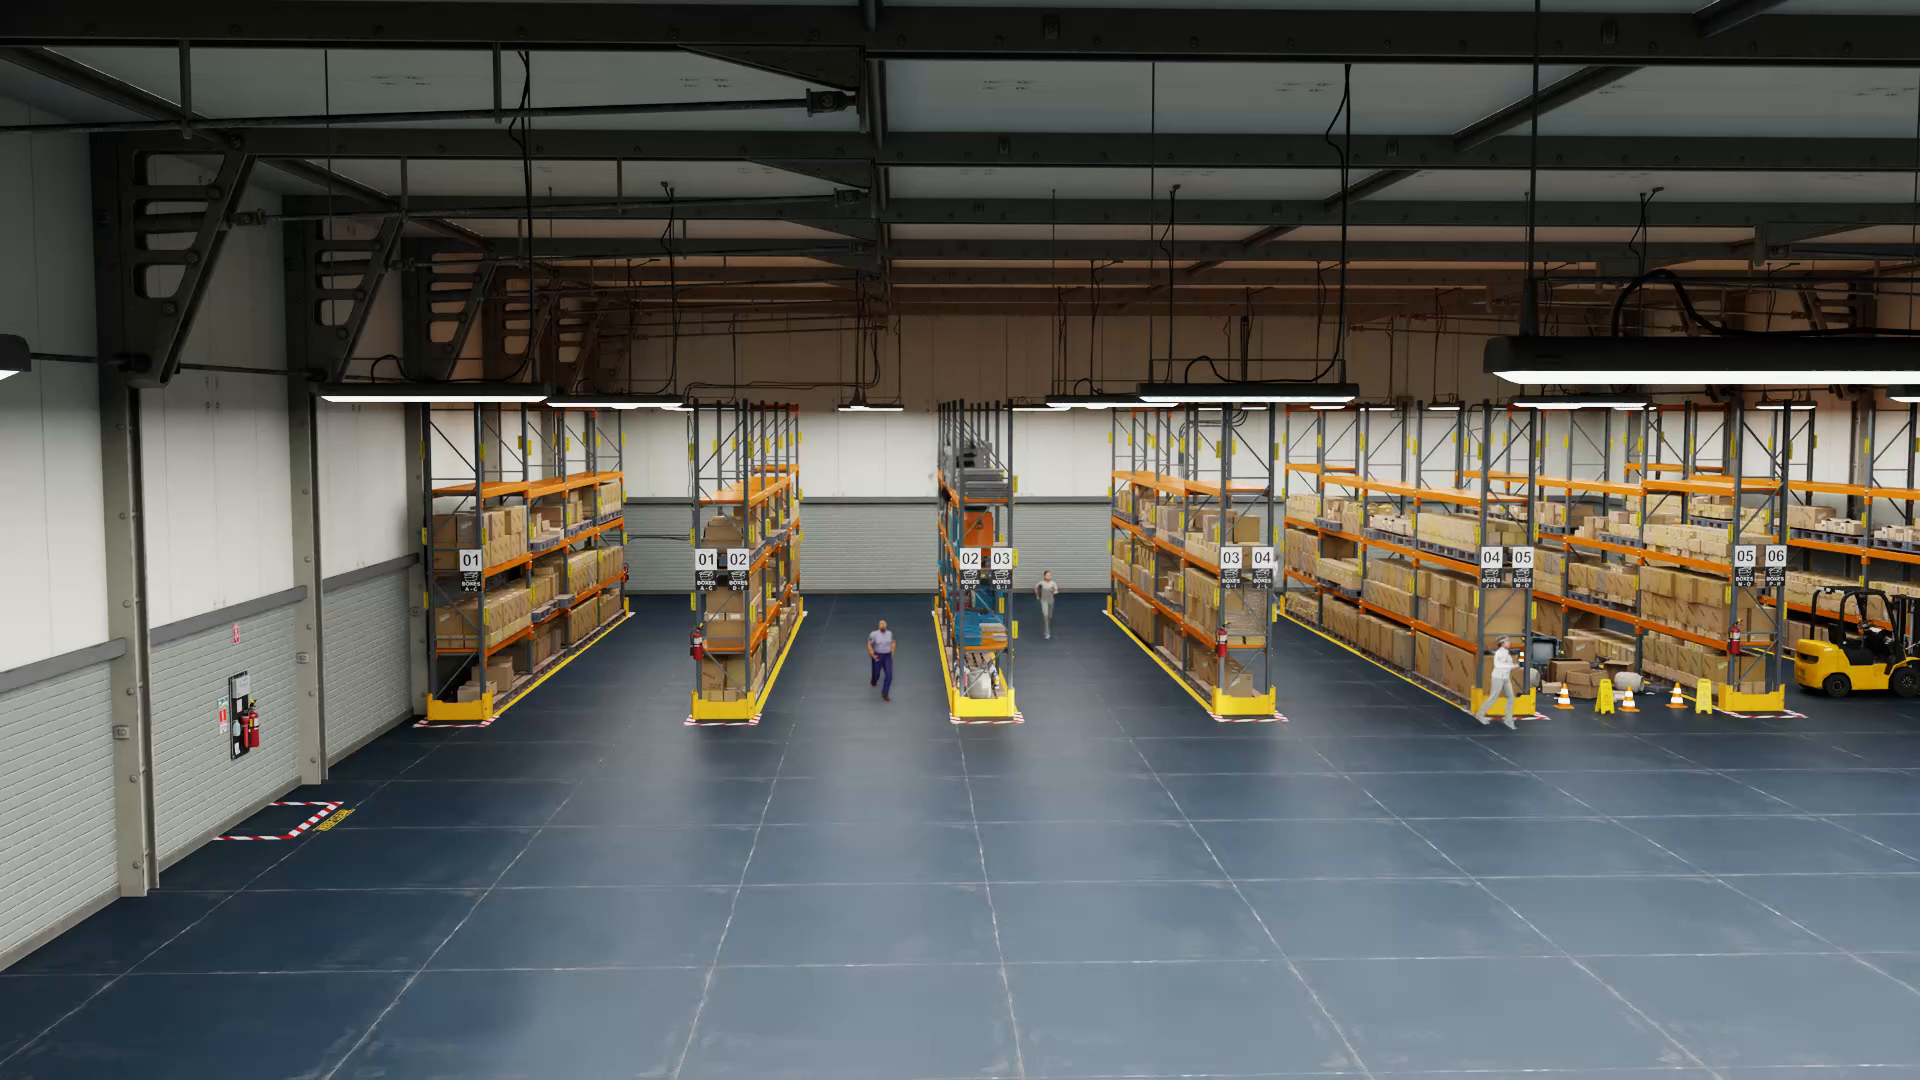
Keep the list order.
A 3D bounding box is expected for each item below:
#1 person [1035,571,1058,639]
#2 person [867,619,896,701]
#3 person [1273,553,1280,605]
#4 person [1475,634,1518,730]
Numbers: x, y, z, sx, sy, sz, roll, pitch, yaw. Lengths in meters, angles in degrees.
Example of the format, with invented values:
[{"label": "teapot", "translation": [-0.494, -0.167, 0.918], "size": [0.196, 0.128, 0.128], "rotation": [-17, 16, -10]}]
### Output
[{"label": "person", "translation": [2.234, 1.632, 42.634], "size": [0.551, 1.692, 0.904], "rotation": [-1, 4, -12]}, {"label": "person", "translation": [-1.575, 2.404, 33.550], "size": [0.606, 1.611, 0.806], "rotation": [-1, 4, -13]}, {"label": "person", "translation": [9.112, 1.191, 49.041], "size": [0.665, 1.672, 0.733], "rotation": [0, 4, 5]}, {"label": "person", "translation": [9.851, 2.579, 30.386], "size": [0.767, 1.756, 0.613], "rotation": [3, 6, 39]}]
